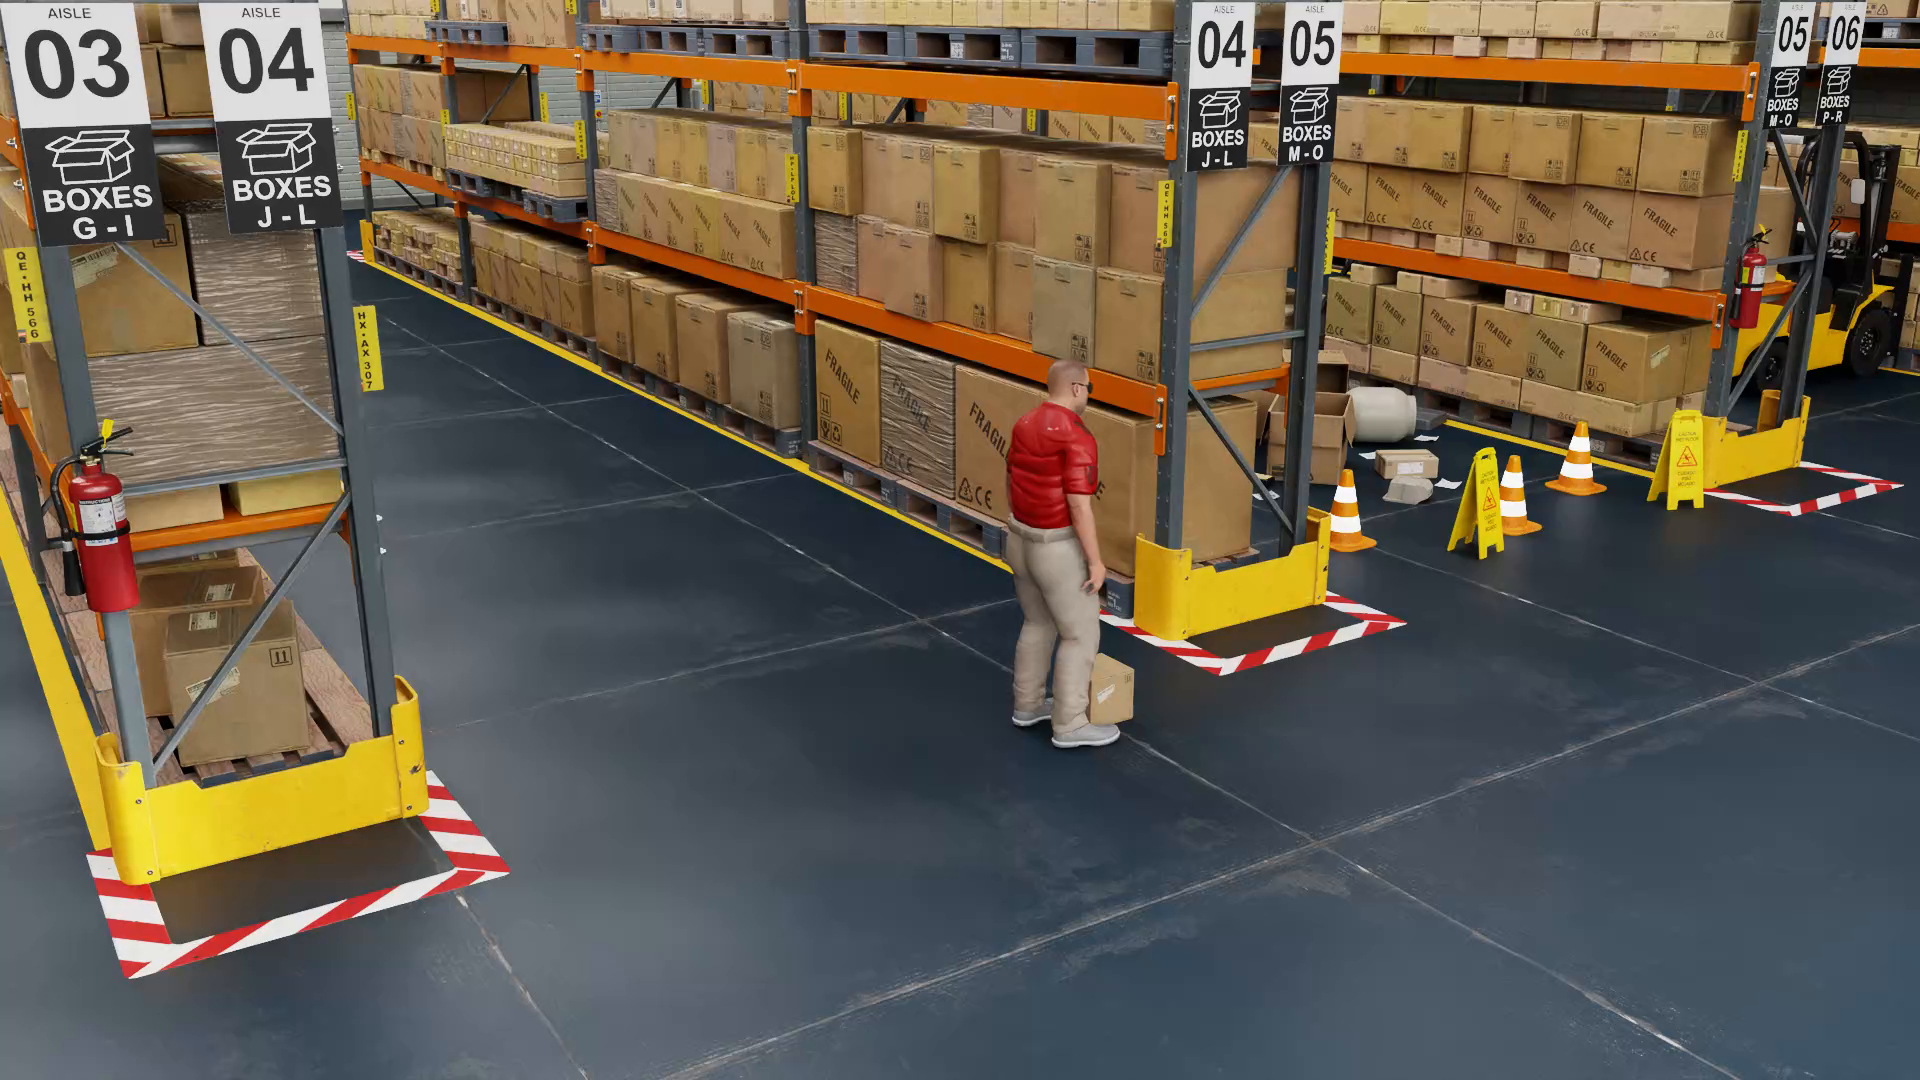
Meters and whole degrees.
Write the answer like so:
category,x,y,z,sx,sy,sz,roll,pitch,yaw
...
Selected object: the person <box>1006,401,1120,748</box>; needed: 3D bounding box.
category,x,y,z,sx,sy,sz,roll,pitch,yaw
person,0.433,0.135,7.444,0.394,1.552,0.563,-12,21,-32
